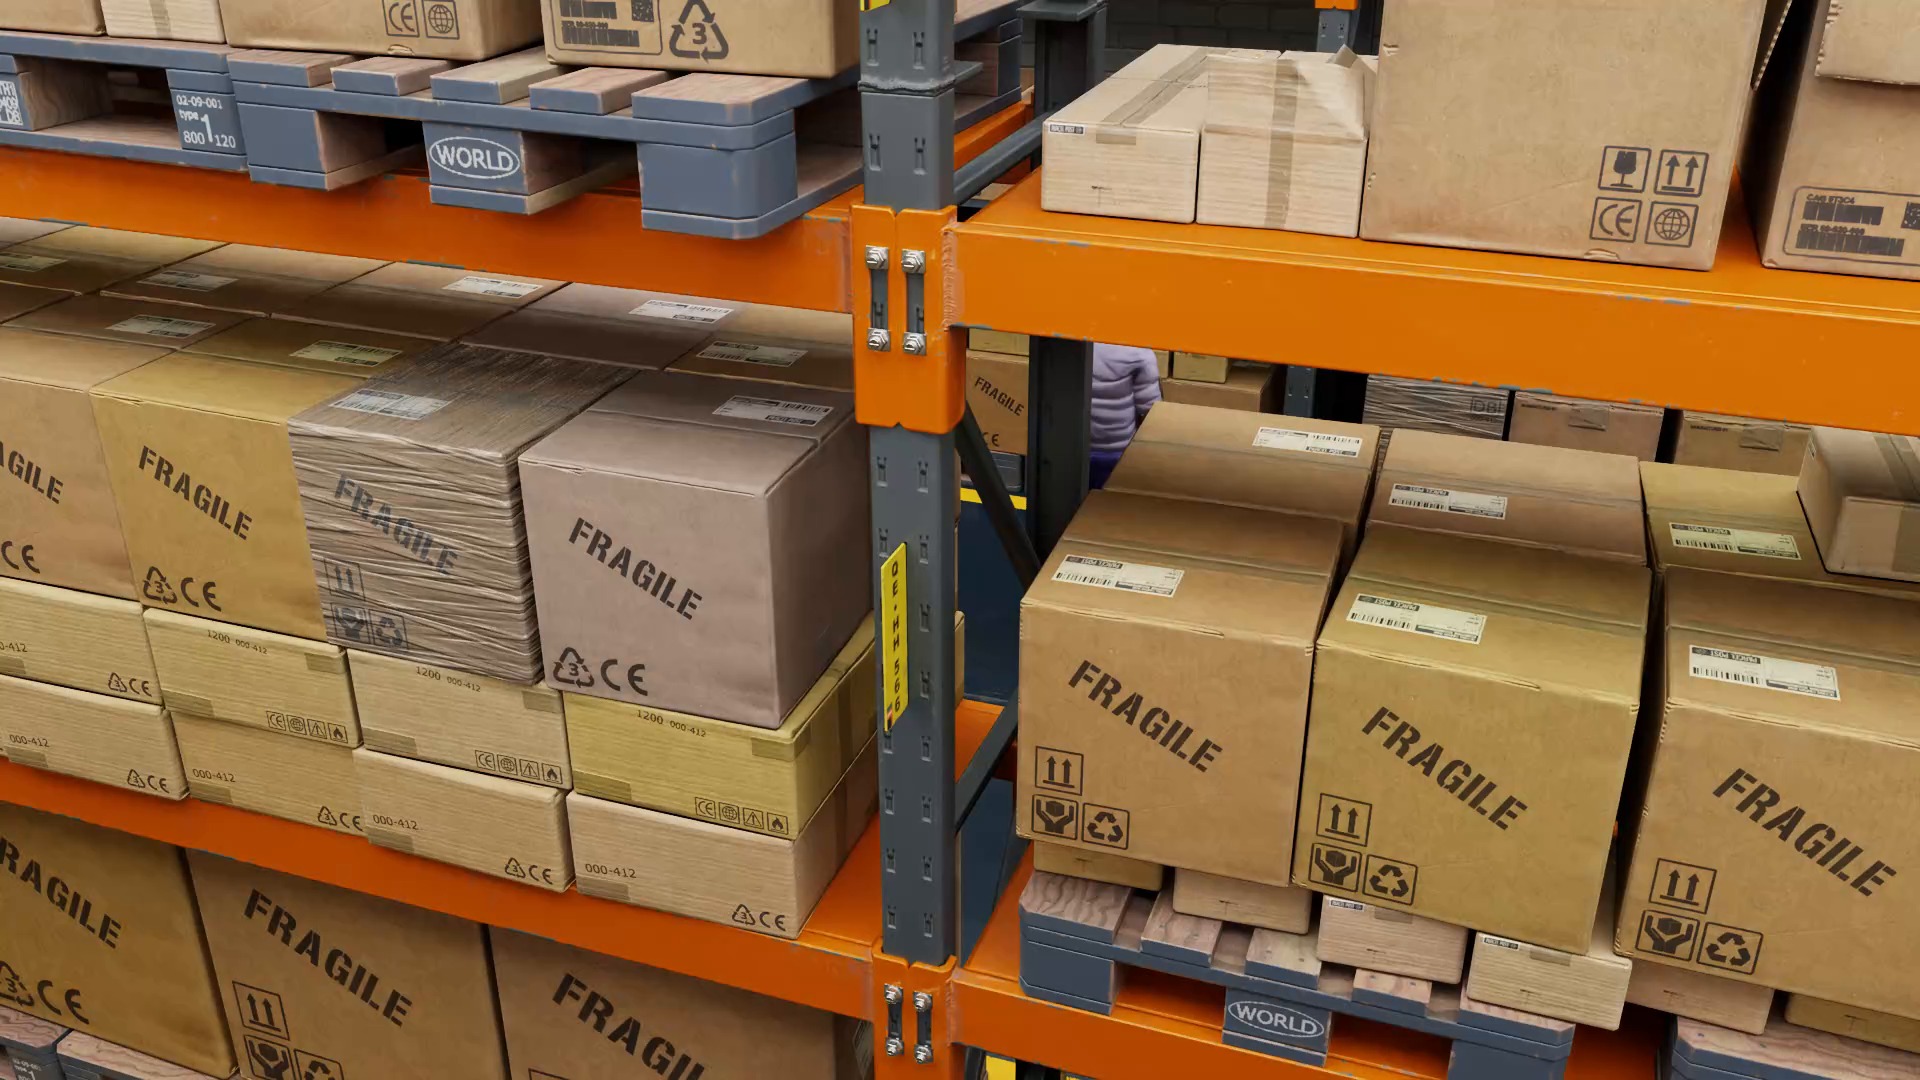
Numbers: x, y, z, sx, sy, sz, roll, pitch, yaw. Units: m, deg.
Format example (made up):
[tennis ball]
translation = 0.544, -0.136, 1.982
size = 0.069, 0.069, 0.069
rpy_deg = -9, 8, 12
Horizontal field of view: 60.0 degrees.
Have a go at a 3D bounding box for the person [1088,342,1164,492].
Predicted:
[person]
translation = 0.569, -0.252, 6.638
size = 0.564, 1.652, 0.367
rpy_deg = 7, 27, 15
